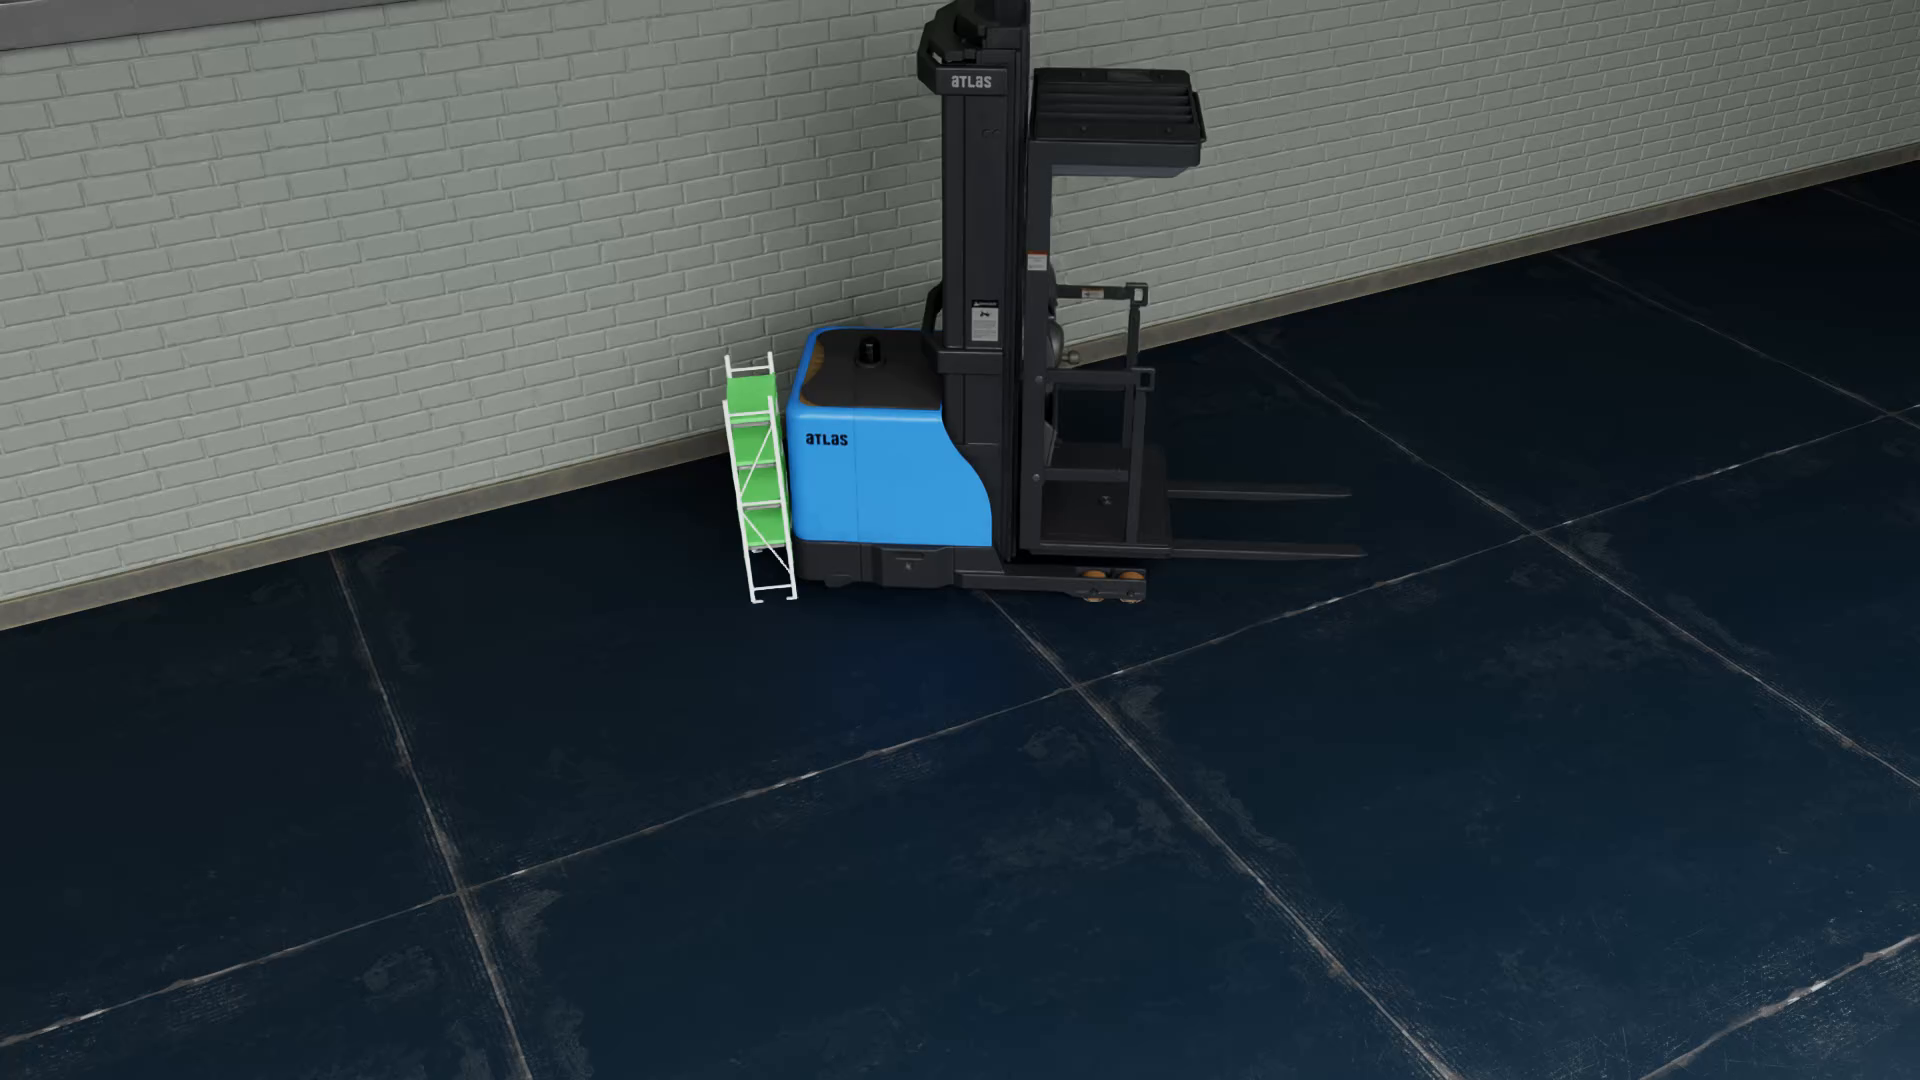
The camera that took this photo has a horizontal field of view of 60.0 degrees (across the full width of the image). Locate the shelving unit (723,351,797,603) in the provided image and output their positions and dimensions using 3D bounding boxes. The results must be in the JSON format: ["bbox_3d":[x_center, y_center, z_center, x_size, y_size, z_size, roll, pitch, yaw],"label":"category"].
[{"bbox_3d":[-1.029,-0.317,8.621,0.258,1.200,0.503,-5,33,-3],"label":"shelving unit"}]

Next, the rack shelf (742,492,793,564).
[{"bbox_3d":[-1.014,-0.062,8.786,0.258,0.148,0.480,-5,33,-3],"label":"rack shelf"}]

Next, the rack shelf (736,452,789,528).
[{"bbox_3d":[-1.026,-0.263,8.655,0.258,0.148,0.480,-5,33,-3],"label":"rack shelf"}]

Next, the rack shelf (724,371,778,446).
[{"bbox_3d":[-1.050,-0.666,8.395,0.258,0.148,0.480,-5,33,-3],"label":"rack shelf"}]

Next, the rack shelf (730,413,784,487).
[{"bbox_3d":[-1.038,-0.465,8.525,0.258,0.148,0.480,-5,33,-3],"label":"rack shelf"}]

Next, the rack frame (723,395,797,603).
[{"bbox_3d":[-1.005,-0.186,8.416,0.240,1.200,0.015,-5,33,-3],"label":"rack frame"}]

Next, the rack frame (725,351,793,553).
[{"bbox_3d":[-1.054,-0.448,8.825,0.240,1.200,0.015,-5,33,-3],"label":"rack frame"}]

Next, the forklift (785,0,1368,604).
[{"bbox_3d":[0.647,-1.198,8.403,3.031,2.935,1.130,2,33,3],"label":"forklift"}]
